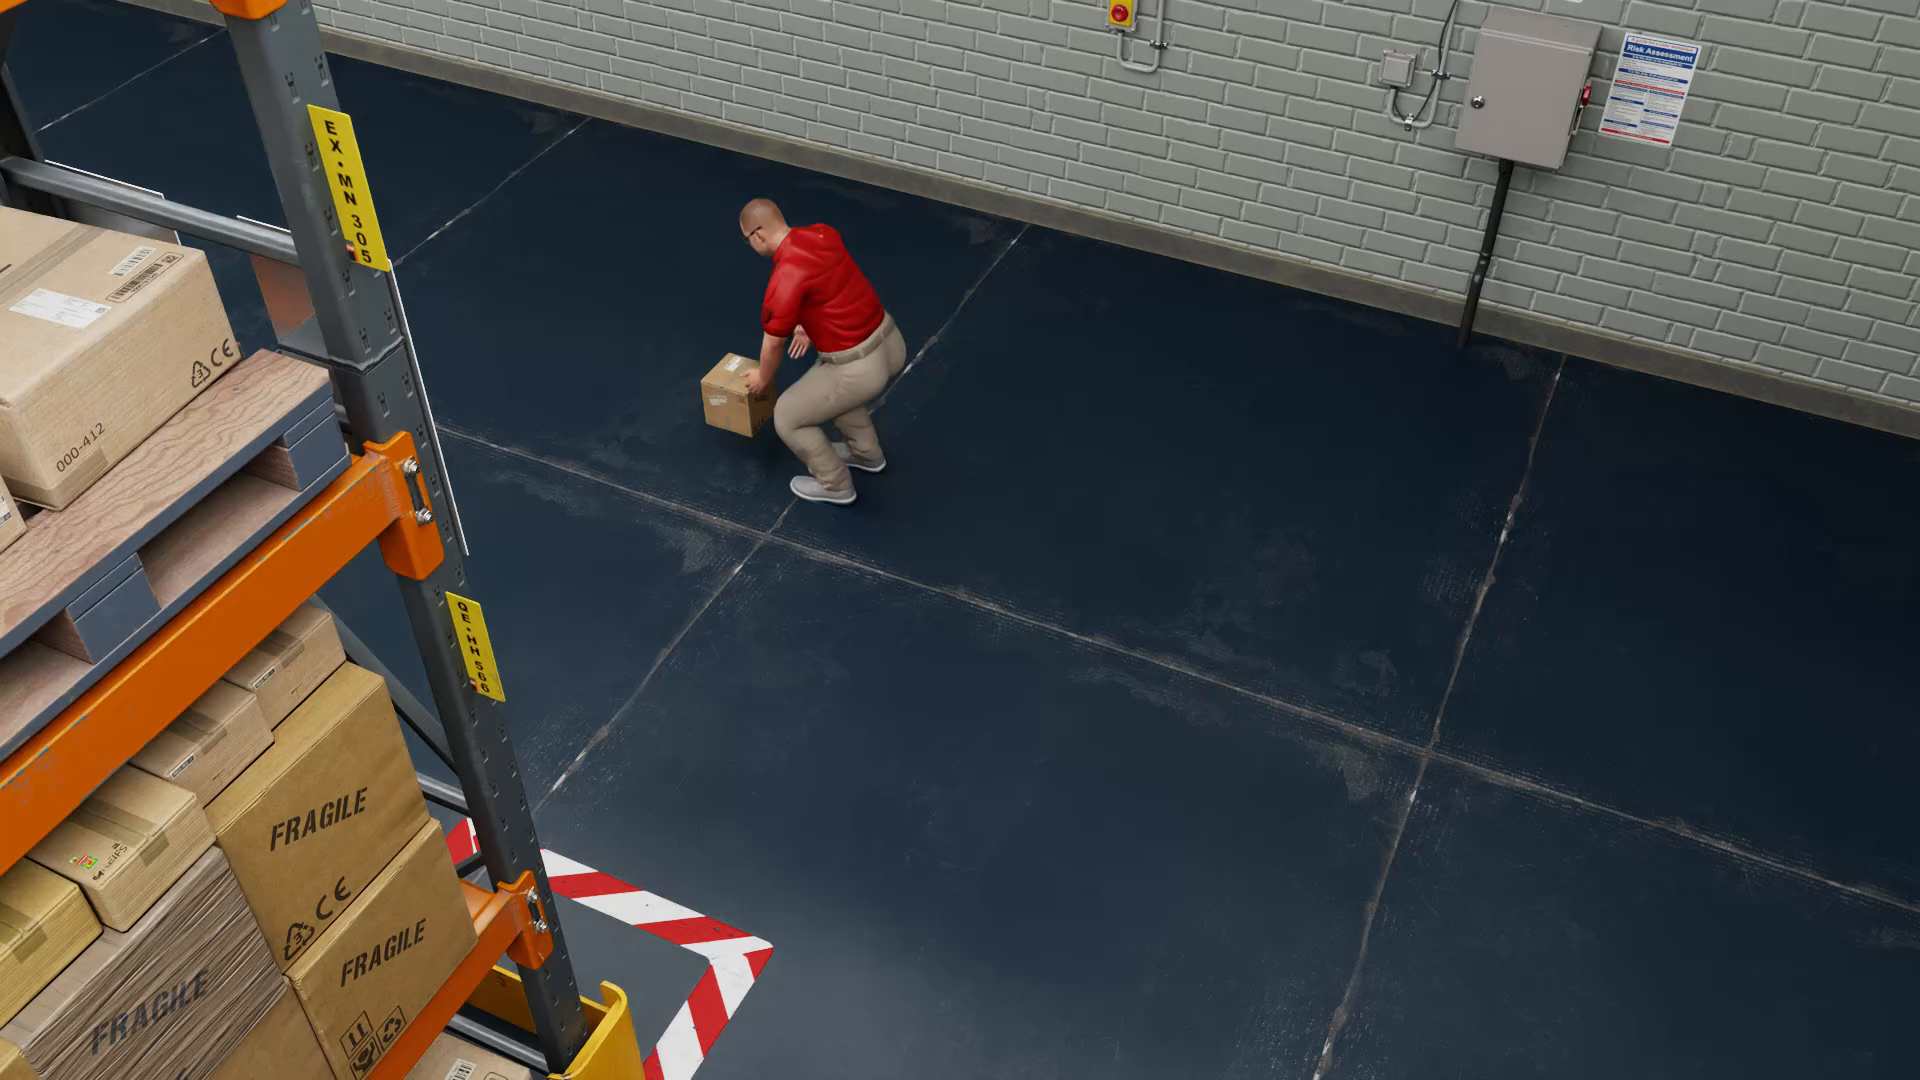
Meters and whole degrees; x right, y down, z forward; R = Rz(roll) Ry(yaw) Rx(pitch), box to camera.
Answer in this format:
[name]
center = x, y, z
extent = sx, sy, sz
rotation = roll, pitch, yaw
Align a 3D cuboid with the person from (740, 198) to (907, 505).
[person]
center = -0.605, -0.803, 7.303
extent = 0.686, 1.431, 0.590
rotation = 17, 45, 19
